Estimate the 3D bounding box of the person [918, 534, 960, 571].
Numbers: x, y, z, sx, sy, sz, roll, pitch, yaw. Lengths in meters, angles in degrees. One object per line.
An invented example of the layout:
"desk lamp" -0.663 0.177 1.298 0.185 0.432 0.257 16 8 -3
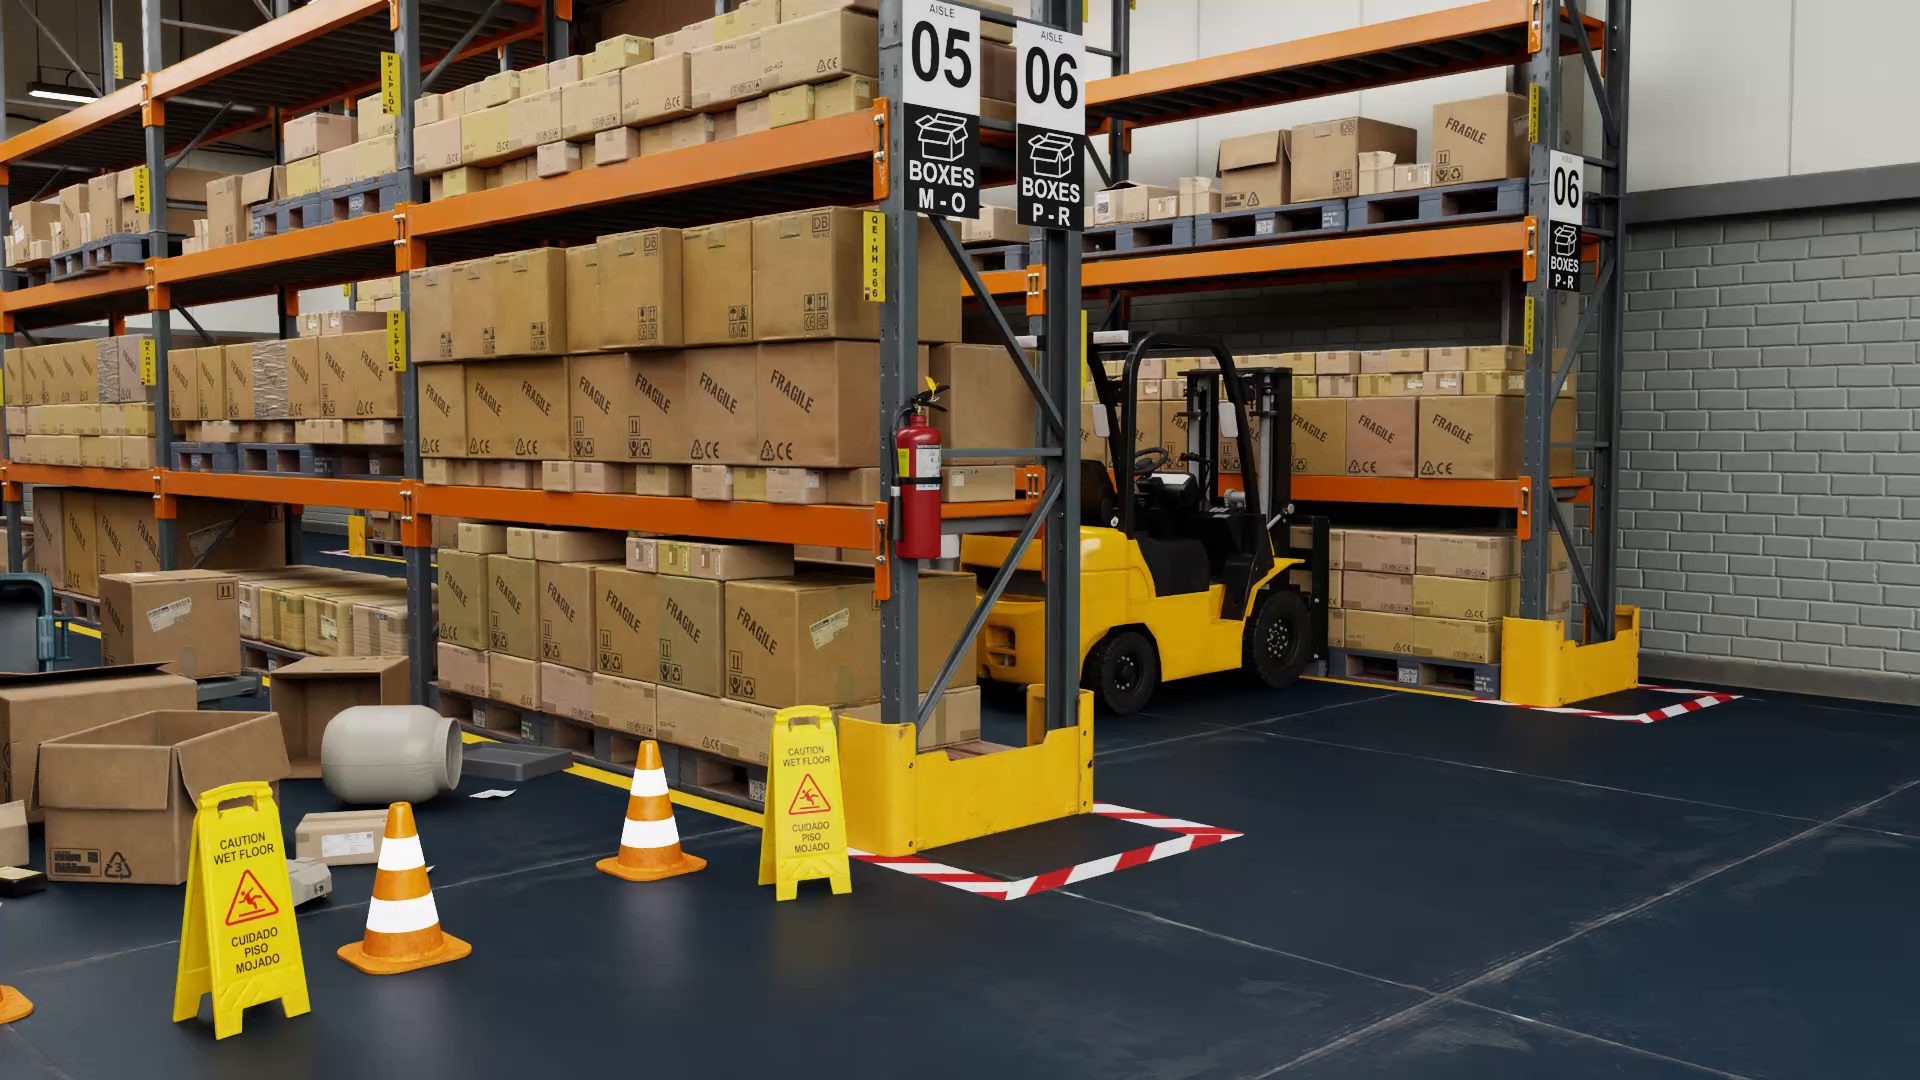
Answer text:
"person" -0.239 -0.078 11.901 0.561 1.781 0.380 -2 5 -32
